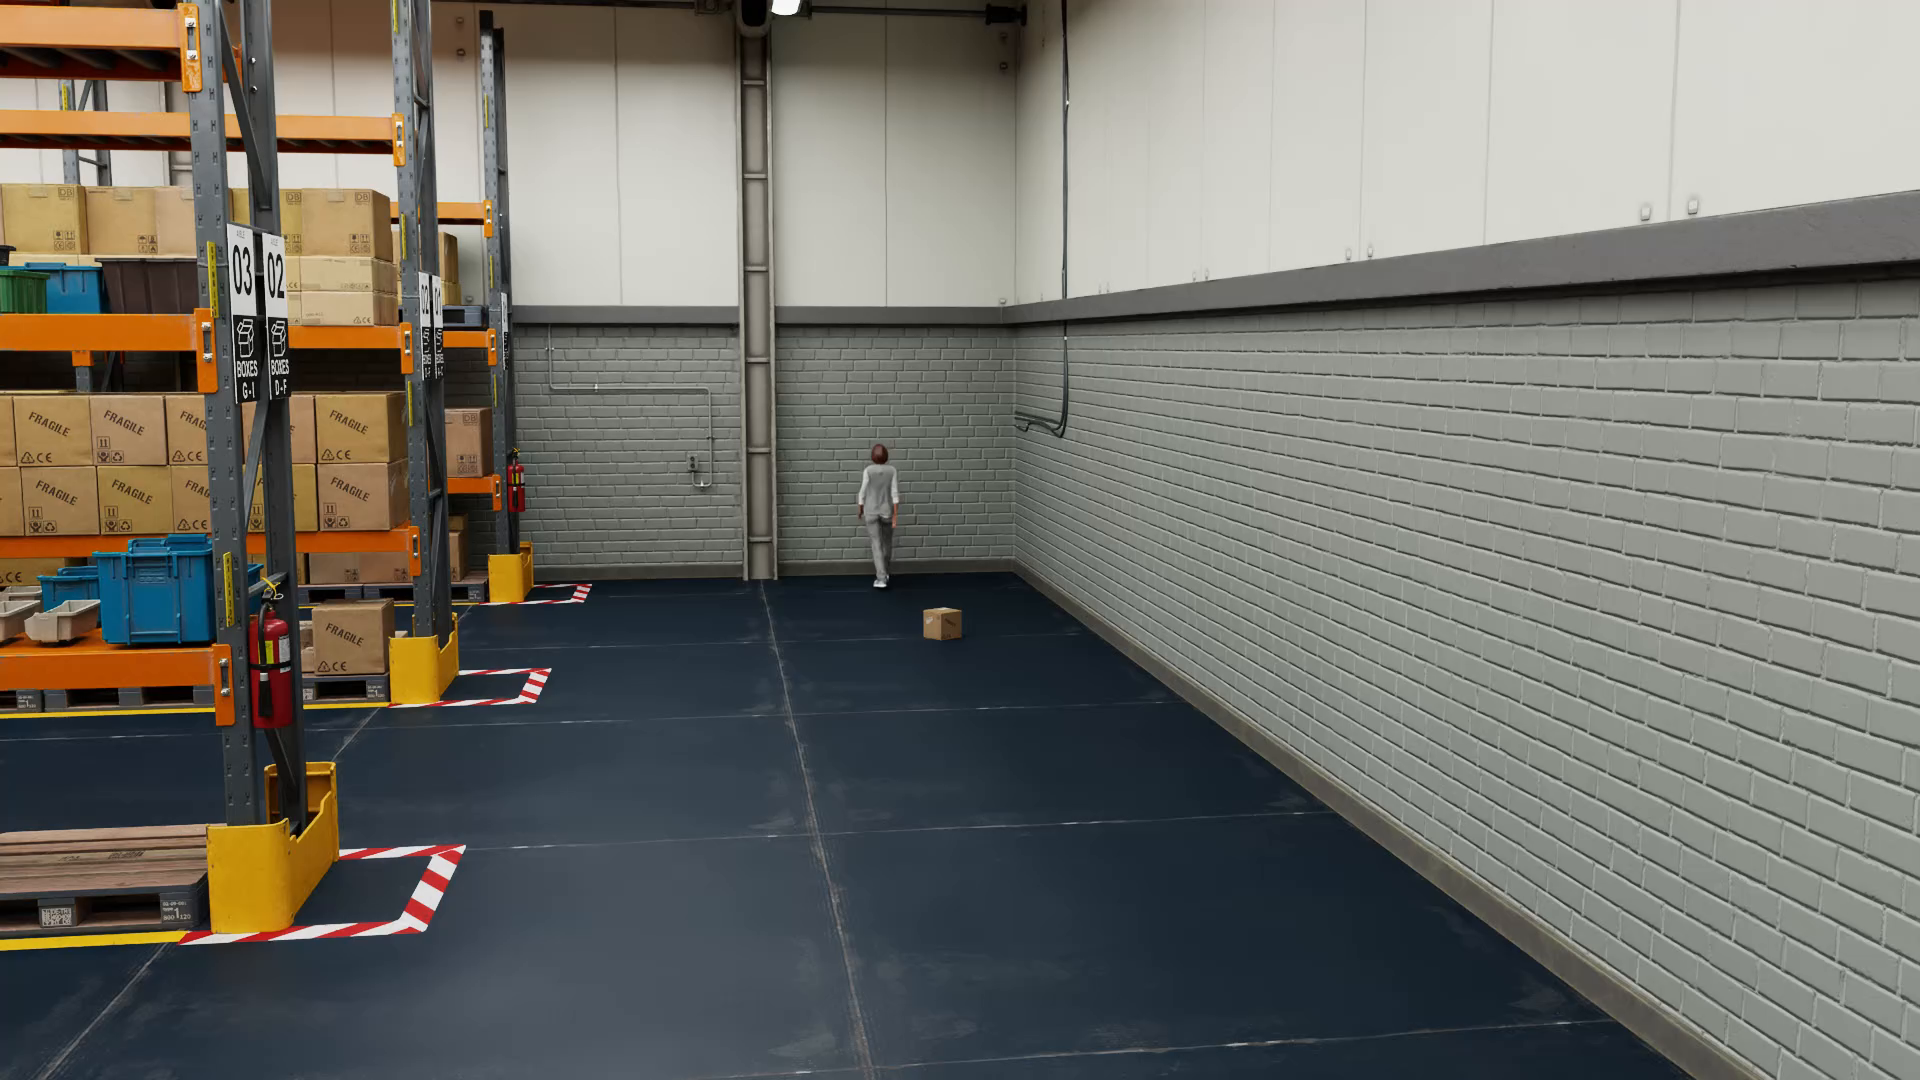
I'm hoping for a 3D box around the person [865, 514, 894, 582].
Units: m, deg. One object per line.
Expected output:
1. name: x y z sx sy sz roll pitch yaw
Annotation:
1. person: -0.882 0.003 18.317 0.351 0.838 0.708 -2 7 -14
